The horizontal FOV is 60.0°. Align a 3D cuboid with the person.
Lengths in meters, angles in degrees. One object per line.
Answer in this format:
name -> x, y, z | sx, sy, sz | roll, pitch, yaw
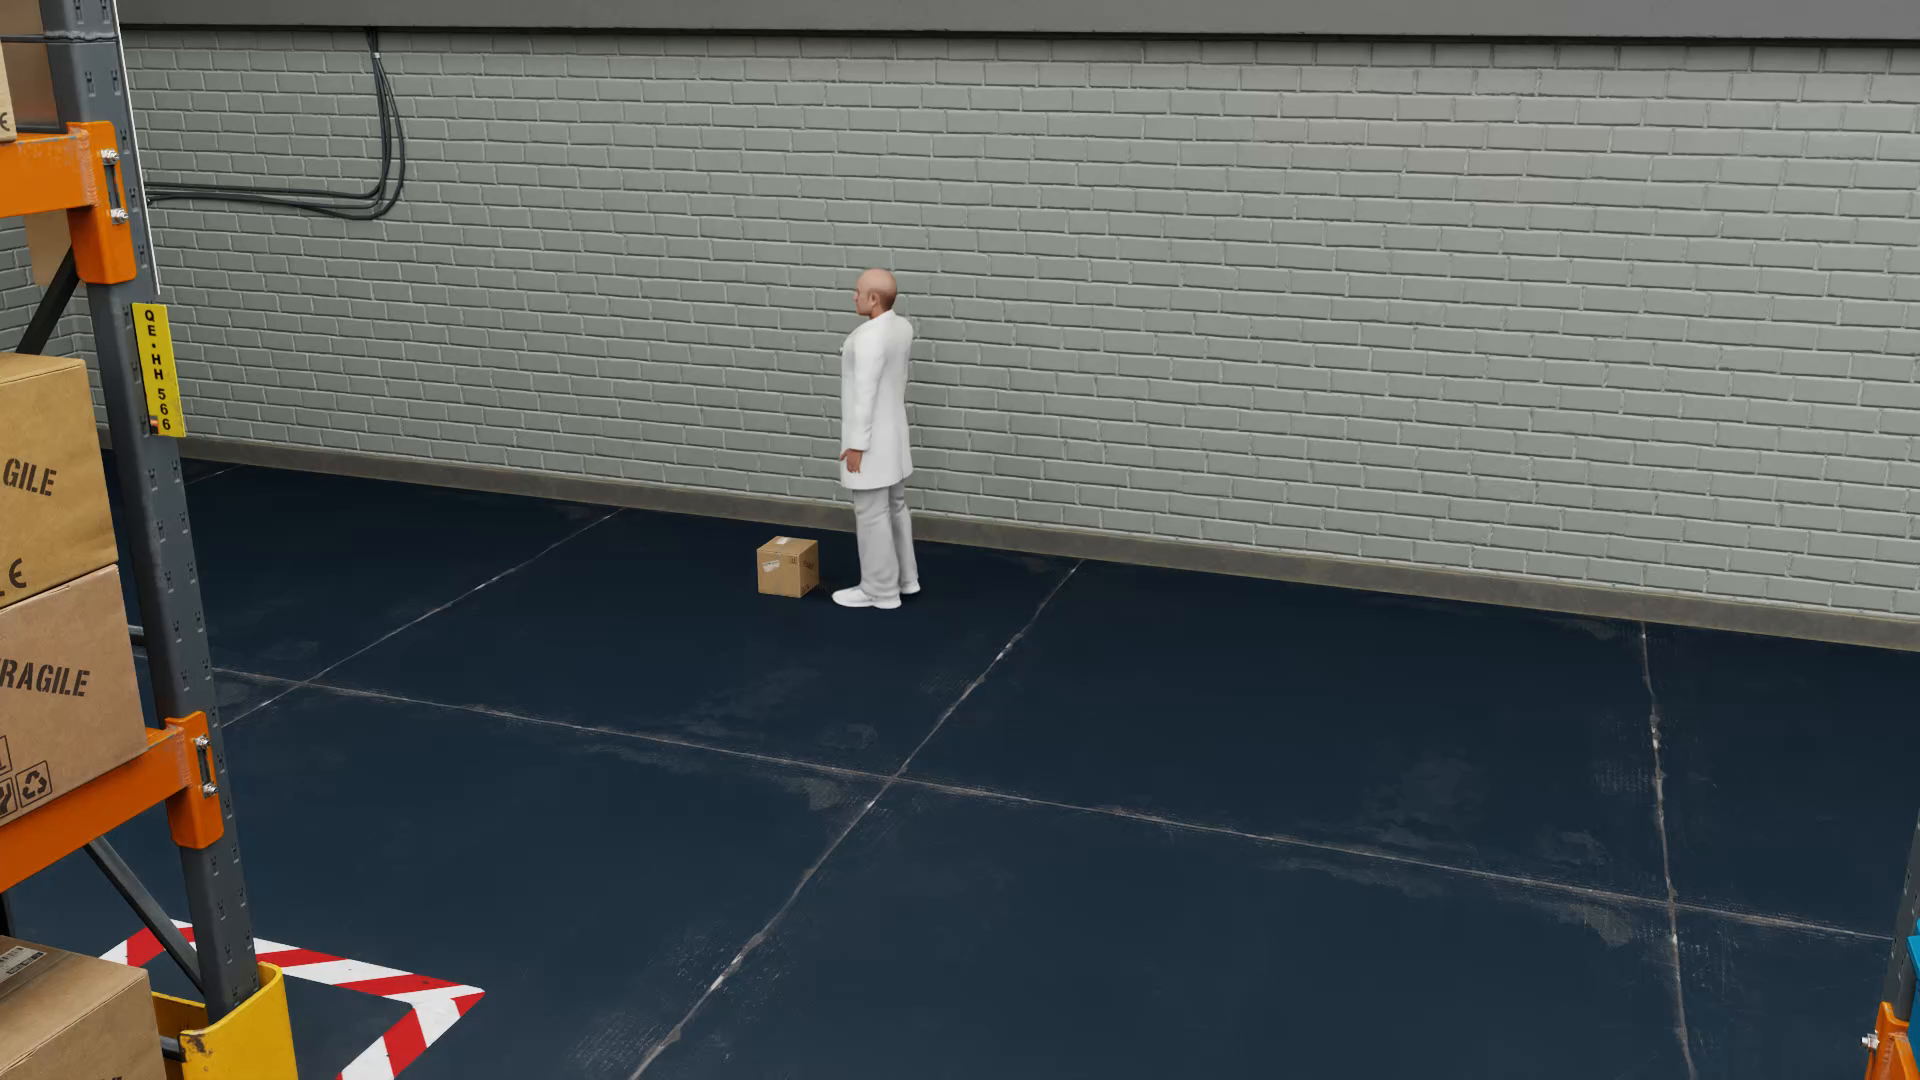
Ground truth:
person -> -0.453, -0.518, 8.653 | 0.393, 1.794, 0.563 | 7, 19, 19
